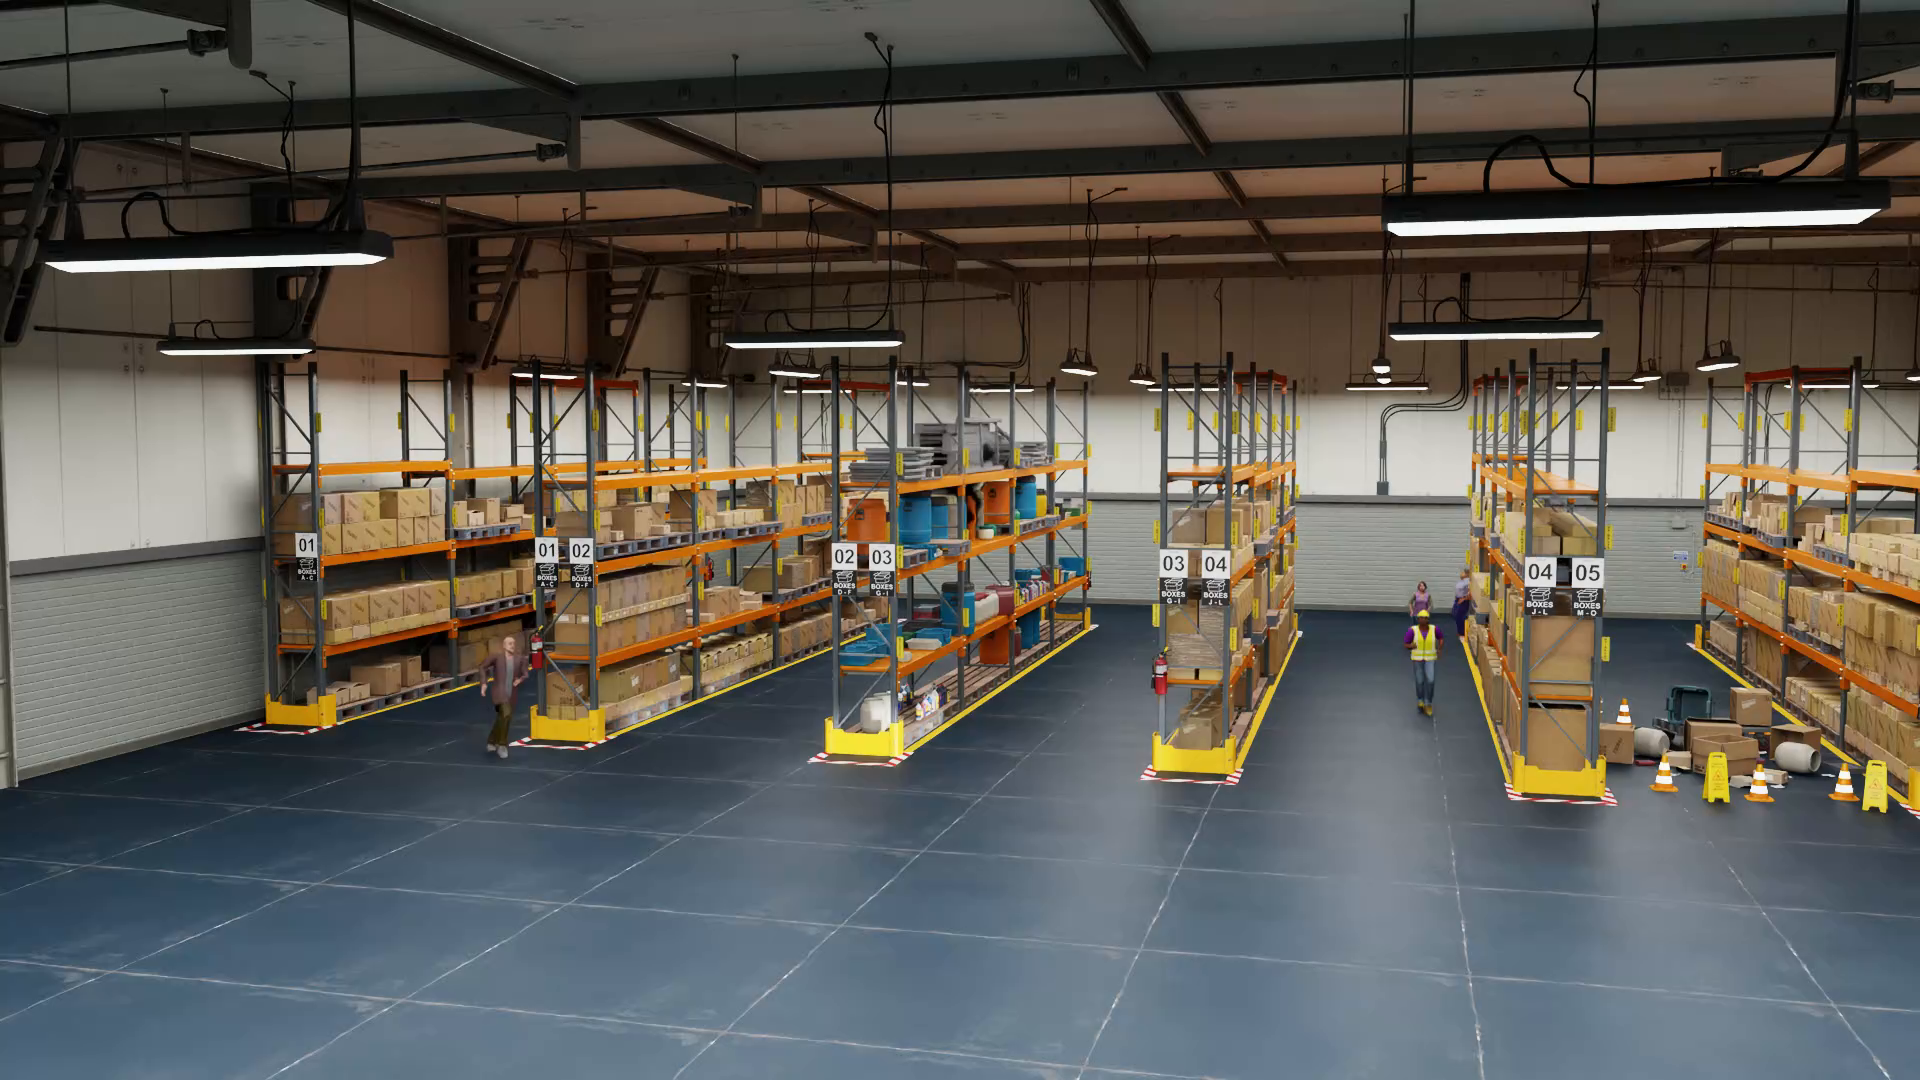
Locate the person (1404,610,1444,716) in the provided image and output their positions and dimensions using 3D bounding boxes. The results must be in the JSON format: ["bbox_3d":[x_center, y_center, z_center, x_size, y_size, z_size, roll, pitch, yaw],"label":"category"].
[{"bbox_3d":[8.000,2.111,28.701,0.672,1.824,0.762,1,4,16],"label":"person"}]

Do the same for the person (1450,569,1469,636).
[{"bbox_3d":[11.877,1.492,39.061,0.556,1.624,0.622,-1,4,-15],"label":"person"}]

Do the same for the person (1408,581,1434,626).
[{"bbox_3d":[10.048,1.679,36.239,0.531,1.557,0.539,1,4,10],"label":"person"}]

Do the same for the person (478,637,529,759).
[{"bbox_3d":[-6.848,2.351,25.135,0.686,1.760,0.792,-3,5,-40],"label":"person"}]
